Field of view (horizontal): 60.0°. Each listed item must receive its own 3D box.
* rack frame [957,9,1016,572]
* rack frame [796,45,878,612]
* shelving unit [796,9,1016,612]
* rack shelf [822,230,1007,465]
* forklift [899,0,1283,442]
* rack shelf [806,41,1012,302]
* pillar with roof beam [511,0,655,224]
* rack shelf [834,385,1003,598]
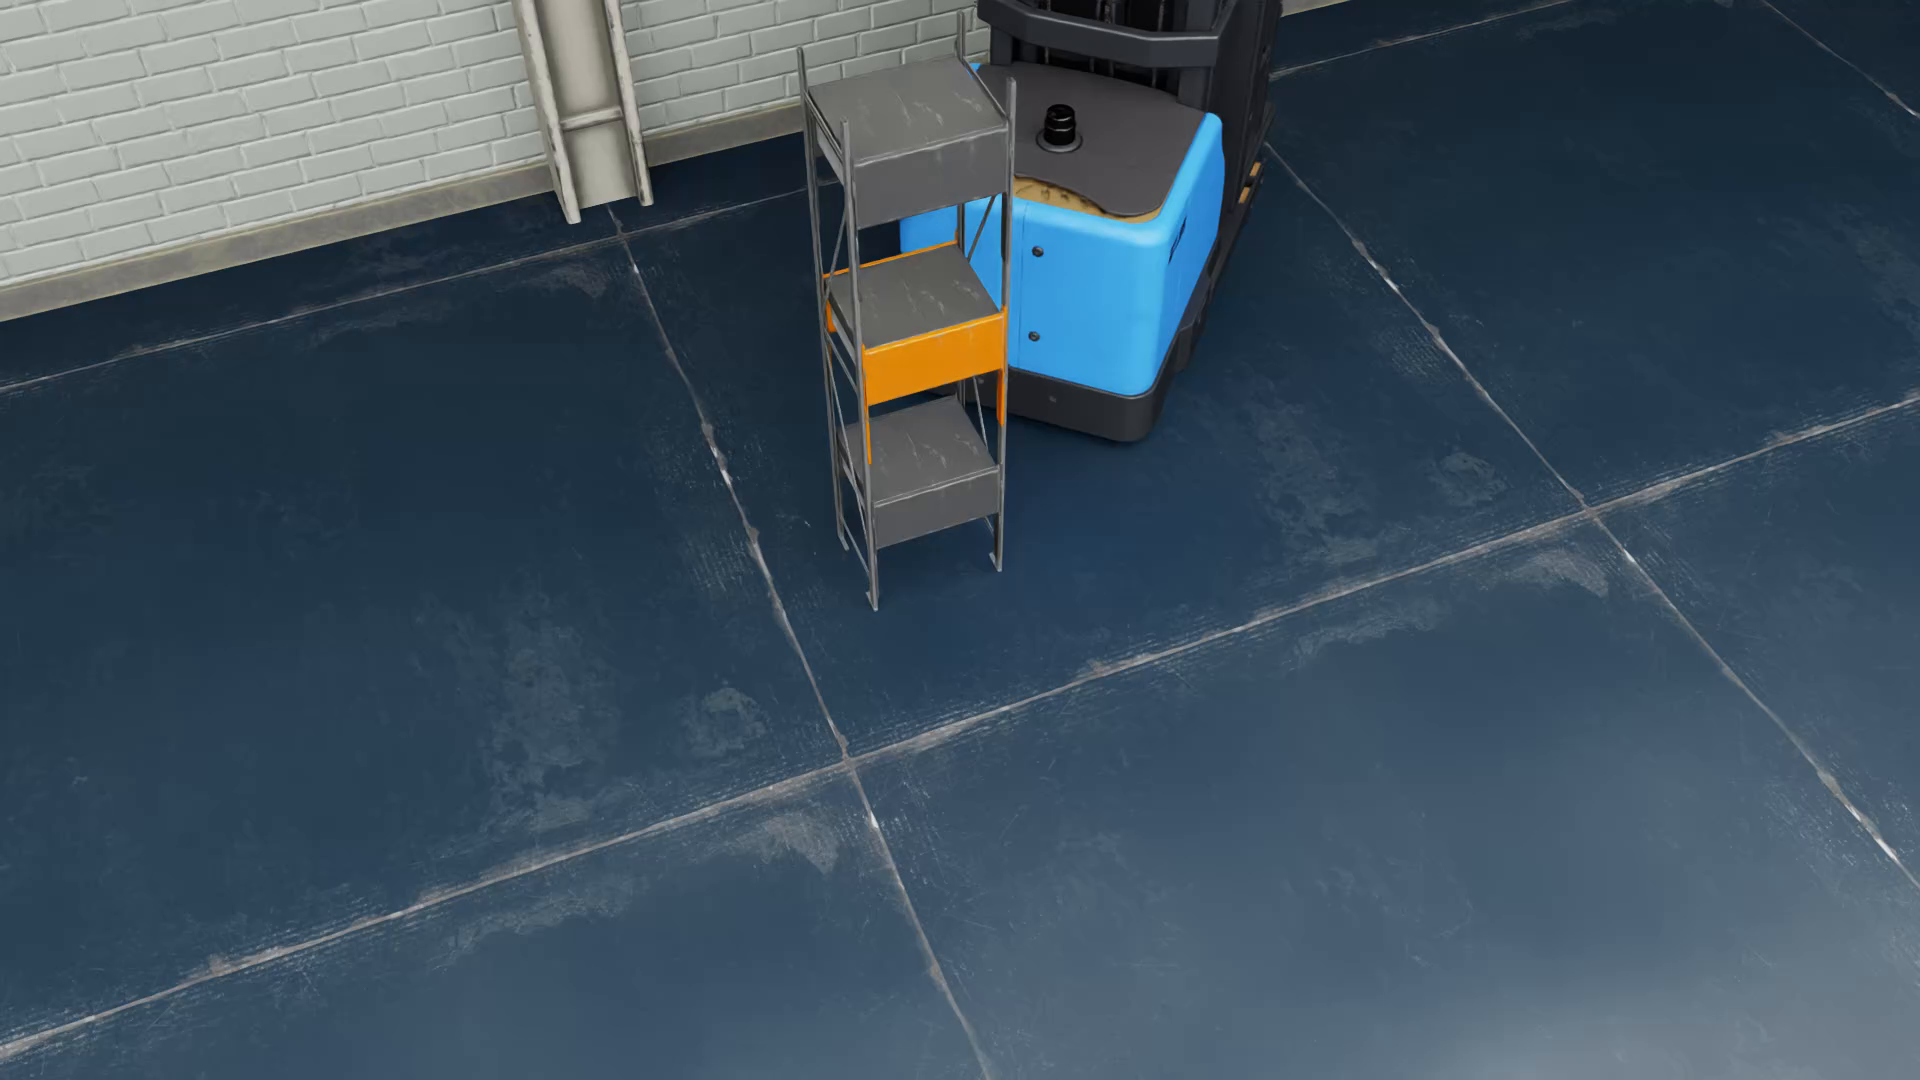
[{"bbox_3d":[0.073,-0.707,5.473,0.015,2.100,0.400,-17,52,-14],"label":"rack frame"},{"bbox_3d":[-0.379,-0.567,5.353,0.015,2.100,0.400,-17,52,-14],"label":"rack frame"},{"bbox_3d":[-0.153,-0.637,5.413,0.503,2.100,0.431,-17,52,-14],"label":"shelving unit"},{"bbox_3d":[-0.153,-0.628,5.423,0.480,0.518,0.431,-17,52,-14],"label":"rack shelf"},{"bbox_3d":[0.751,-2.481,6.449,1.130,2.935,3.031,16,51,13],"label":"forklift"},{"bbox_3d":[-0.153,-1.084,4.892,0.480,0.518,0.431,-17,52,-14],"label":"rack shelf"},{"bbox_3d":[-0.003,-1.489,1.597,0.400,9.000,9.100,-17,52,-14],"label":"pillar with roof beam"},{"bbox_3d":[-0.153,-0.172,5.954,0.480,0.518,0.431,-17,52,-14],"label":"rack shelf"}]
